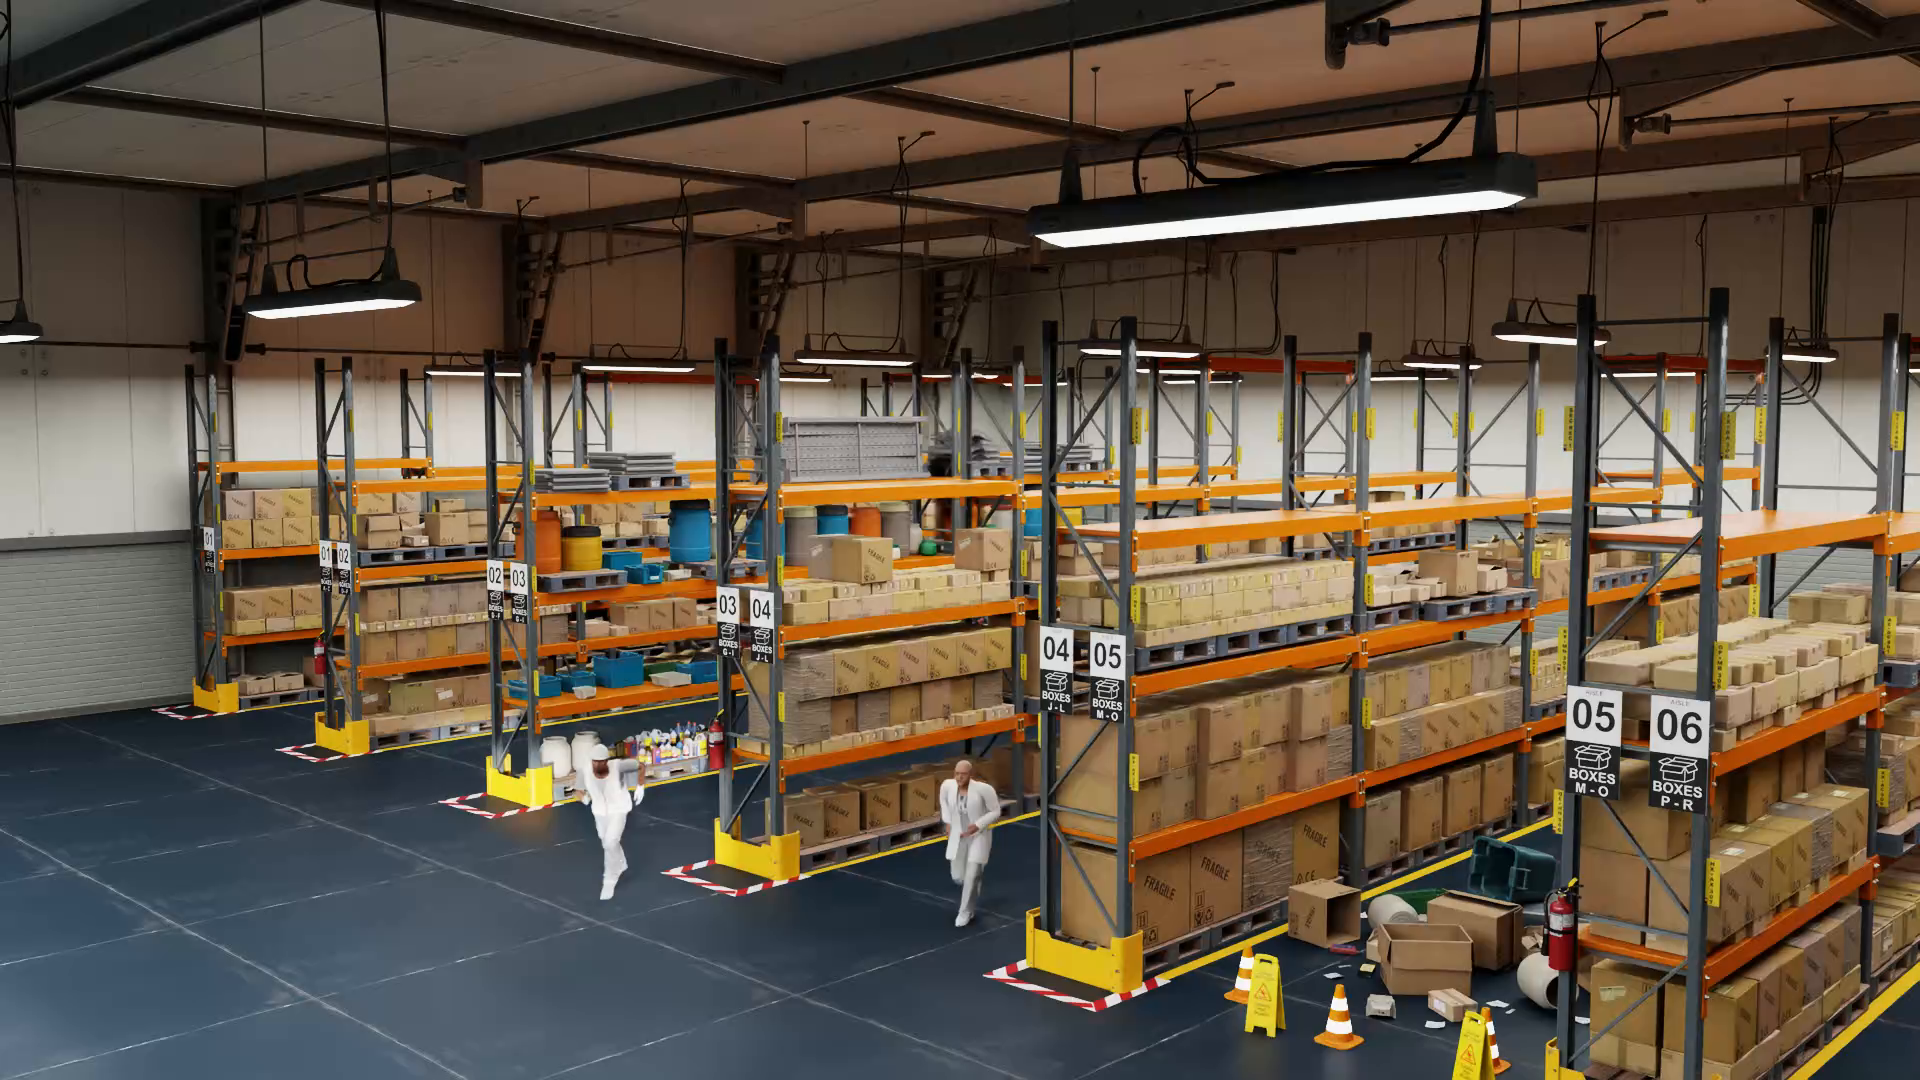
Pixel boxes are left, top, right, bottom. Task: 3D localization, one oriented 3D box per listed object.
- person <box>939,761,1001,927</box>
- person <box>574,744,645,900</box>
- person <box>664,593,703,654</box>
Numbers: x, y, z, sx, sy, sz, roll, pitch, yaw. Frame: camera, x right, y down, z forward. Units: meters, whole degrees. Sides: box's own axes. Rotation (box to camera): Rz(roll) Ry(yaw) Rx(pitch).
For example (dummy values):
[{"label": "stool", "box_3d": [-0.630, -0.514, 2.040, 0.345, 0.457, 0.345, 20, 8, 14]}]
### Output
[{"label": "person", "box_3d": [0.092, 3.042, 16.834, 0.701, 1.711, 0.725, 1, 5, 17]}, {"label": "person", "box_3d": [-3.745, 2.984, 17.917, 0.726, 1.720, 1.007, 0, 4, 6]}, {"label": "person", "box_3d": [-5.596, 1.792, 33.698, 0.704, 1.696, 1.007, 4, 6, 41]}]
